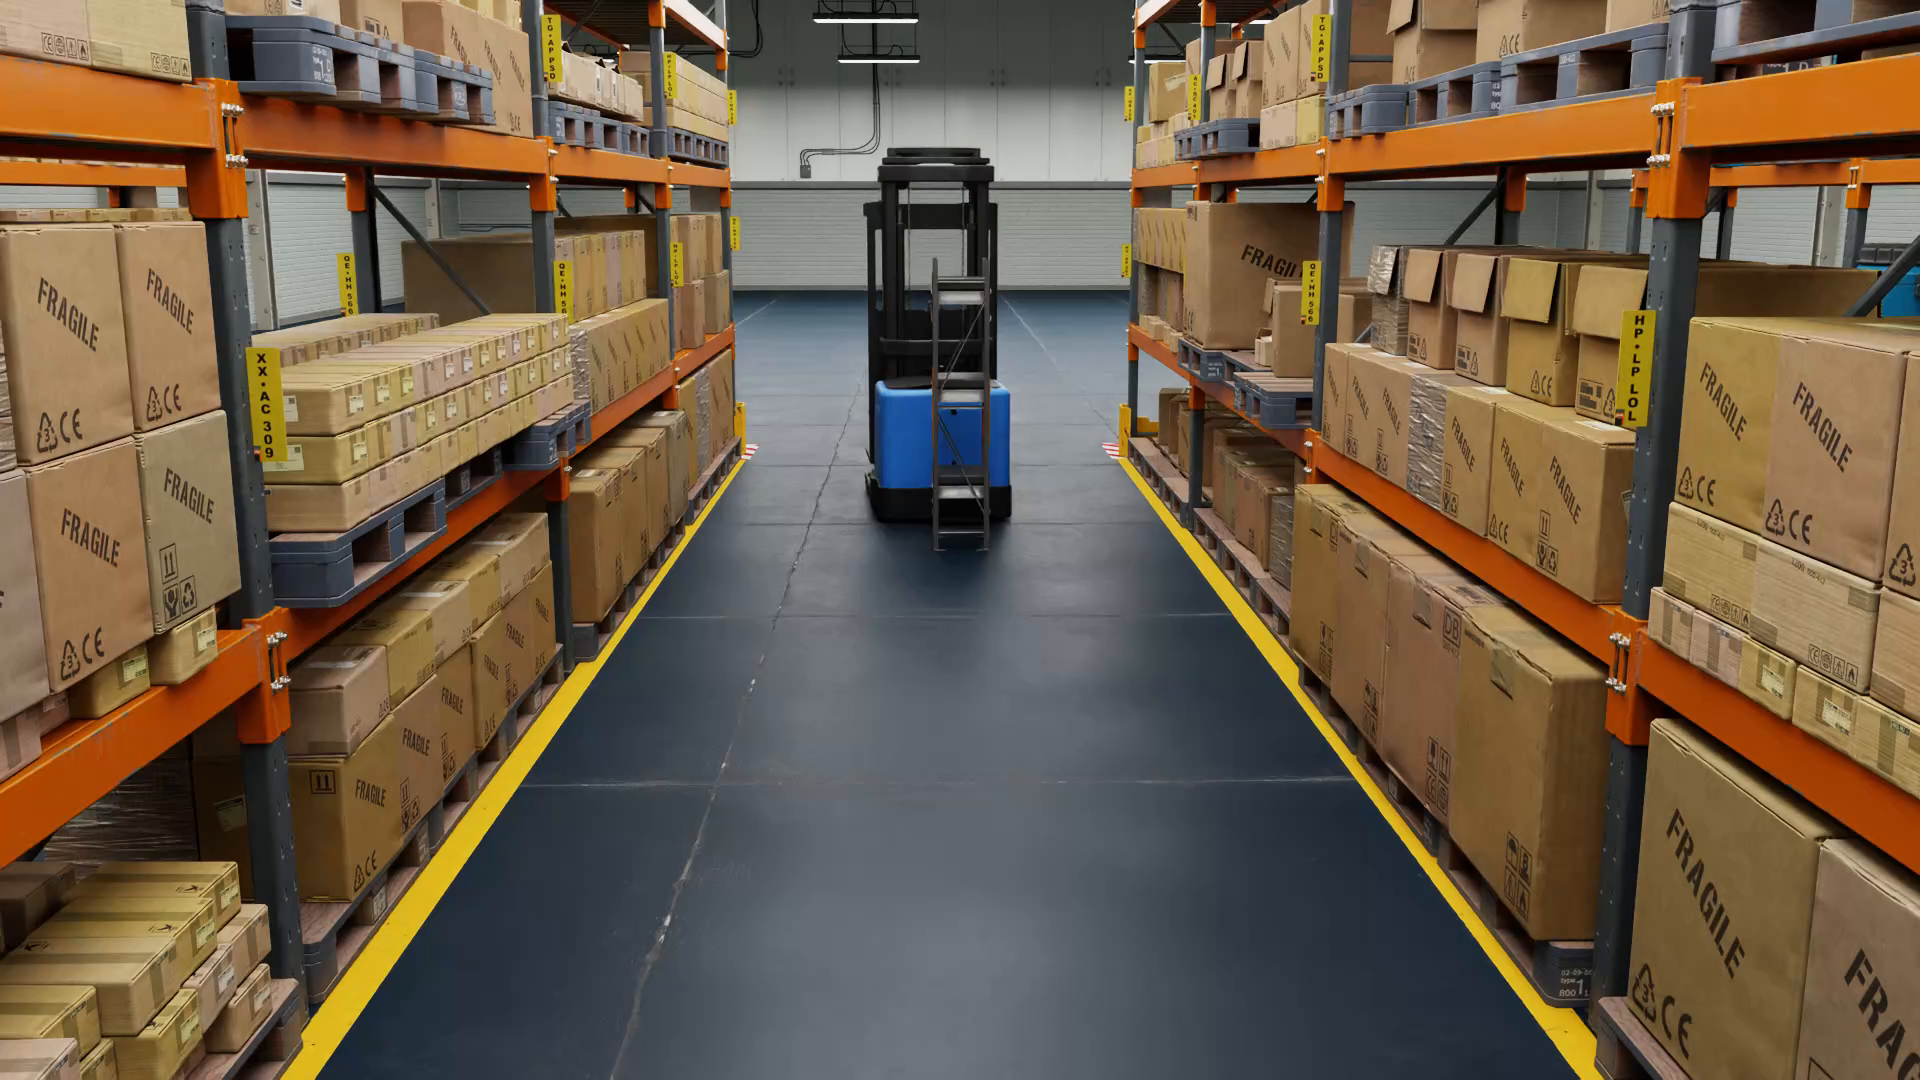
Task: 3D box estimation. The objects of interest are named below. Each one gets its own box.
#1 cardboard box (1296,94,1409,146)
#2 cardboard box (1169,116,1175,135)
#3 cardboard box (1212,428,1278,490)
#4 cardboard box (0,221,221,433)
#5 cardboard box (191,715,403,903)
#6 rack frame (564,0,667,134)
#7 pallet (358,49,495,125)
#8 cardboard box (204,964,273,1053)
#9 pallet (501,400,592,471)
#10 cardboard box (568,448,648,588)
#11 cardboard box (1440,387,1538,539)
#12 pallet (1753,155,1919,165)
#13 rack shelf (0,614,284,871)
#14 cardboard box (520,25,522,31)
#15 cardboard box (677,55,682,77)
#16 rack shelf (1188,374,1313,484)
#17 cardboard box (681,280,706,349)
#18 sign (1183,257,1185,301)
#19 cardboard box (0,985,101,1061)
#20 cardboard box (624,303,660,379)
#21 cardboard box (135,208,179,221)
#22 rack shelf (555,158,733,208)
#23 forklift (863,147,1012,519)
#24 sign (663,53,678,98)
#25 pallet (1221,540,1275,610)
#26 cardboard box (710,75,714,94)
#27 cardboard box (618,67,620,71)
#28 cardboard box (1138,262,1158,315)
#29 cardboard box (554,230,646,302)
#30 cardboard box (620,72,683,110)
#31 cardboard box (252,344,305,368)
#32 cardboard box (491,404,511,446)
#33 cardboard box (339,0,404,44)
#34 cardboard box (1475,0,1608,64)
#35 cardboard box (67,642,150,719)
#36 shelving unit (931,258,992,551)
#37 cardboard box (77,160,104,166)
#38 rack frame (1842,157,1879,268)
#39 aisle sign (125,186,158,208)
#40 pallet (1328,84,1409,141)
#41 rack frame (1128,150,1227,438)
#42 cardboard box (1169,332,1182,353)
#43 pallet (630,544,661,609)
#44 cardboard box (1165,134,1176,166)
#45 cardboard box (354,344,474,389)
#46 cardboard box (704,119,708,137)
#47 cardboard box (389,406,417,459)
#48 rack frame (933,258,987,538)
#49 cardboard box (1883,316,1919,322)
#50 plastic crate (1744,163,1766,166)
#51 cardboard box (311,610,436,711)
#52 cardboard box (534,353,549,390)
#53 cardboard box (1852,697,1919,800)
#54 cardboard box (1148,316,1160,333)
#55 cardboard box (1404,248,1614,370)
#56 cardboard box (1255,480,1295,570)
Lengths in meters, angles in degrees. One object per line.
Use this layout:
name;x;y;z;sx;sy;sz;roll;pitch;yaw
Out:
cardboard box;2.105;-2.242;8.898;0.500;0.250;0.500;0;11;-1
cardboard box;1.949;-3.464;13.921;0.380;0.149;0.250;0;11;2
cardboard box;2.309;-0.607;13.240;0.500;0.500;0.500;-1;11;-3
cardboard box;-2.238;-0.549;4.206;0.500;0.500;0.500;-1;11;-3
cardboard box;-2.269;0.915;5.736;0.500;0.500;0.500;0;11;1
rack frame;-2.684;-4.487;12.042;1.000;3.000;0.127;0;11;-1
pallet;-2.449;-1.664;6.144;1.213;0.211;1.003;0;11;-1
cardboard box;-2.170;1.311;4.665;0.380;0.149;0.250;0;11;0
pallet;-2.480;-0.516;8.042;1.213;0.211;1.003;0;11;-1
cardboard box;-2.545;-0.150;10.356;1.050;0.750;0.750;0;11;0
cardboard box;2.139;-0.300;6.241;0.500;0.500;0.500;0;11;-2
pallet;7.117;-3.088;13.166;1.213;0.211;1.003;0;11;-1
rack shelf;-2.477;0.794;2.912;1.077;0.370;4.000;0;11;-1
cardboard box;-2.917;-2.870;10.057;0.500;0.500;0.500;0;11;-1
cardboard box;-2.358;-3.664;12.848;0.380;0.149;0.250;0;11;-2
rack shelf;2.319;-0.797;10.752;1.077;0.370;4.000;0;11;-1
cardboard box;-2.631;-1.911;14.055;0.875;0.550;0.550;0;11;-1
sign;1.735;-1.968;12.536;0.100;0.325;0.005;0;11;-1
cardboard box;-2.266;1.165;3.890;0.380;0.149;0.250;0;11;1
cardboard box;-2.395;-1.393;11.628;0.500;0.500;0.500;0;11;-2
cardboard box;-7.368;-2.684;14.730;0.700;0.500;0.500;0;11;-2
rack shelf;-2.725;-3.062;14.372;1.077;0.370;4.000;0;11;-1
forklift;-0.256;-1.840;14.259;1.130;2.935;3.031;-1;12;-6
sign;-2.141;-3.429;12.278;0.100;0.325;0.005;0;11;-1
pallet;2.323;0.217;10.956;1.003;0.211;1.213;0;11;-1
cardboard box;-2.400;-4.067;14.837;0.380;0.149;0.250;0;11;-1
cardboard box;-3.035;-3.862;13.823;0.380;0.149;0.250;0;11;-2
cardboard box;2.178;-2.427;15.981;0.875;0.500;0.500;0;11;-1
cardboard box;-2.668;-1.987;12.043;0.700;0.500;0.500;0;11;-2
cardboard box;-2.414;-3.442;12.759;0.500;0.250;0.500;0;11;-1
cardboard box;-2.748;-0.669;6.391;0.380;0.149;0.250;-1;11;-4
cardboard box;-2.110;-0.483;6.972;0.380;0.149;0.250;0;11;1
cardboard box;-2.419;-1.991;5.966;0.797;0.503;0.637;0;11;-2
cardboard box;2.423;-2.072;6.369;0.797;0.503;0.637;0;11;-2
cardboard box;-2.218;0.327;4.037;0.380;0.149;0.250;0;11;1
shelving unit;0.003;-0.996;12.188;0.431;2.100;0.503;0;11;-1
cardboard box;-7.331;-3.173;13.742;0.380;0.149;0.250;0;11;-2
rack frame;7.229;-1.567;12.741;1.000;3.000;0.127;0;11;-1
aisle sign;-8.025;-3.587;16.155;0.394;0.787;0.004;0;11;-1
pallet;2.426;-2.002;7.812;1.213;0.211;1.003;0;11;1
rack frame;2.195;-2.342;16.560;1.000;3.000;0.127;0;11;-1
cardboard box;1.922;-1.614;13.604;0.380;0.149;0.250;0;11;-1
pallet;-2.564;0.216;10.963;1.003;0.211;1.213;0;11;-1
cardboard box;1.991;-3.238;13.809;0.500;0.250;0.500;0;11;-2
cardboard box;-2.094;-0.668;6.386;0.380;0.149;0.250;0;11;1
cardboard box;-2.390;-3.576;14.420;0.380;0.149;0.250;0;11;0
cardboard box;-2.080;-0.368;5.656;0.380;0.149;0.250;0;11;0
rack frame;-0.002;-1.045;12.427;0.400;2.100;0.015;0;11;-1
cardboard box;2.719;-0.306;4.267;0.500;0.500;0.500;0;11;0
plastic crate;6.792;-3.226;14.033;0.243;0.136;0.396;0;11;-1
cardboard box;-2.283;0.441;6.184;0.500;0.250;0.500;0;11;0
cardboard box;-2.120;-0.778;7.679;0.380;0.149;0.250;0;11;0
cardboard box;2.140;0.434;3.506;0.380;0.149;0.250;0;11;-2
cardboard box;1.964;-2.012;15.565;0.380;0.149;0.250;0;11;-1
cardboard box;2.369;-1.018;7.256;0.797;0.503;0.637;0;11;0
cardboard box;2.283;-0.098;10.680;0.700;0.500;0.500;1;11;4
